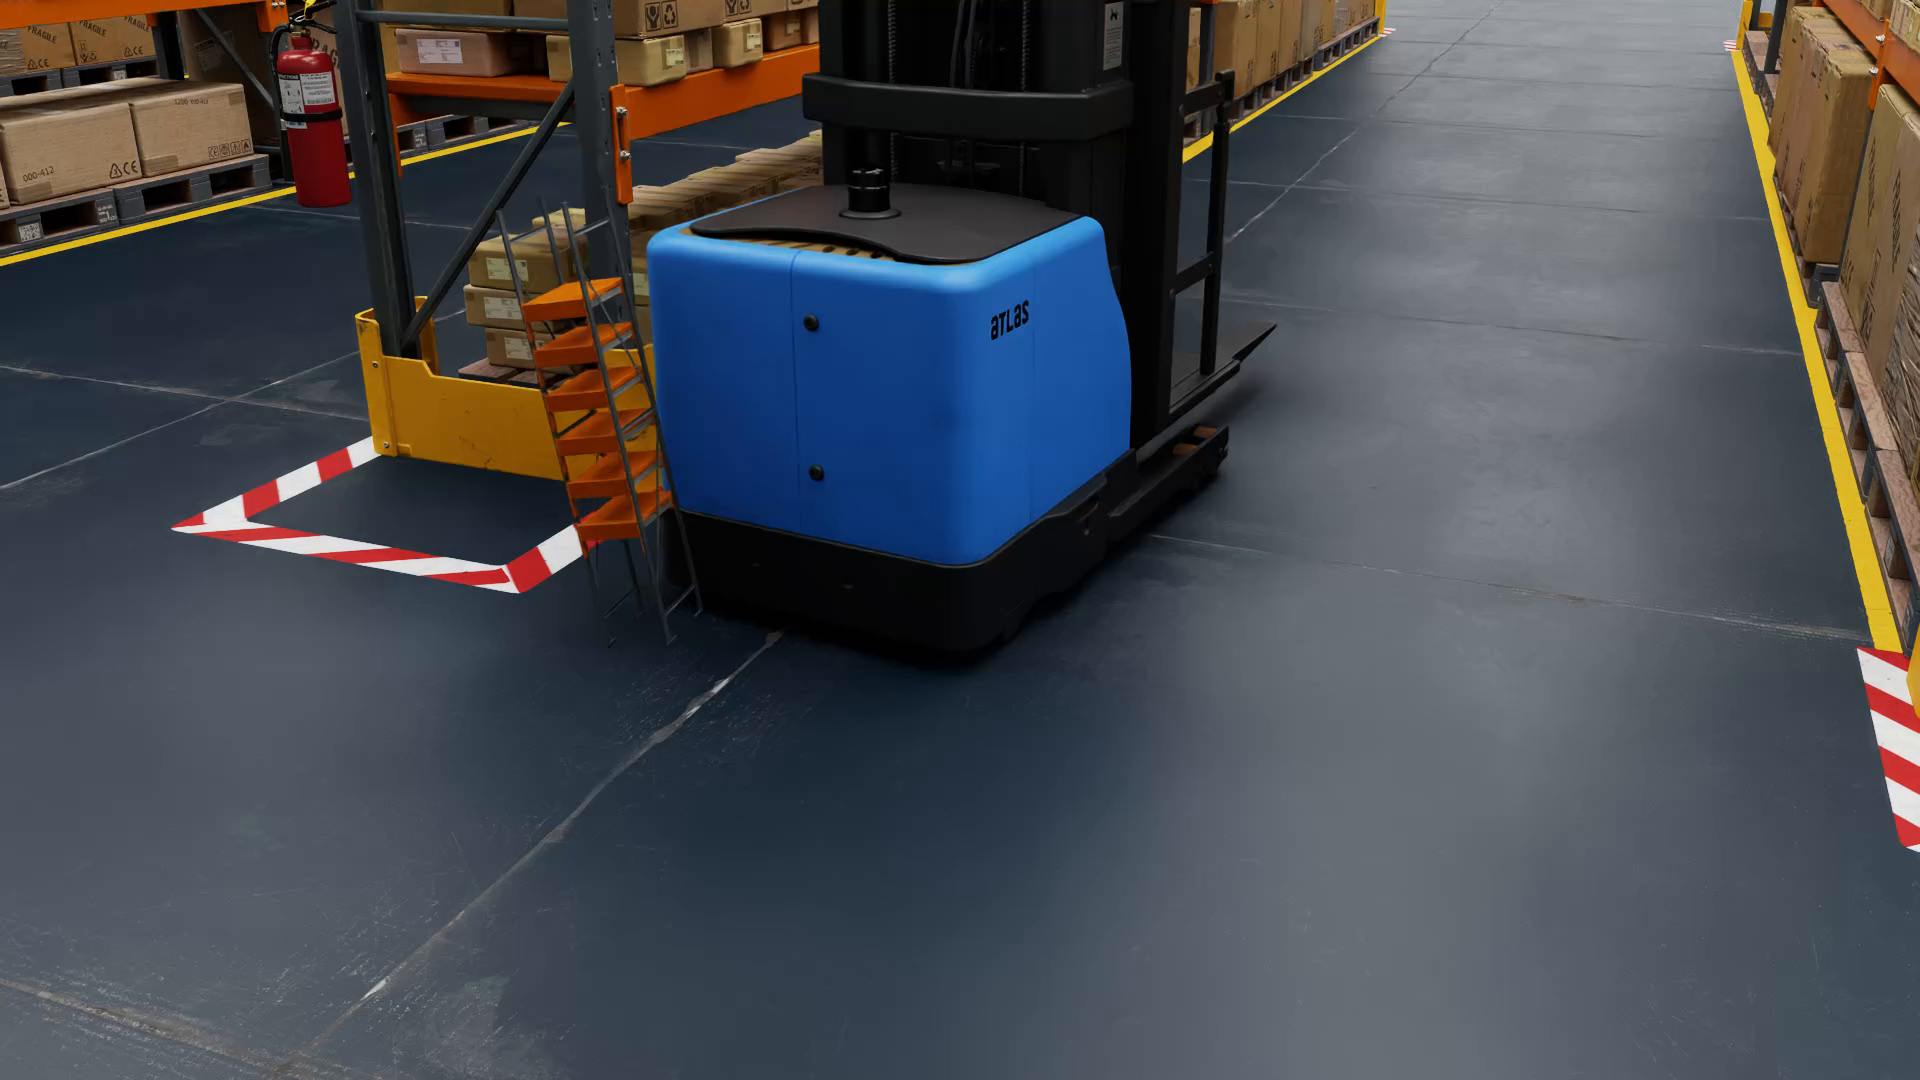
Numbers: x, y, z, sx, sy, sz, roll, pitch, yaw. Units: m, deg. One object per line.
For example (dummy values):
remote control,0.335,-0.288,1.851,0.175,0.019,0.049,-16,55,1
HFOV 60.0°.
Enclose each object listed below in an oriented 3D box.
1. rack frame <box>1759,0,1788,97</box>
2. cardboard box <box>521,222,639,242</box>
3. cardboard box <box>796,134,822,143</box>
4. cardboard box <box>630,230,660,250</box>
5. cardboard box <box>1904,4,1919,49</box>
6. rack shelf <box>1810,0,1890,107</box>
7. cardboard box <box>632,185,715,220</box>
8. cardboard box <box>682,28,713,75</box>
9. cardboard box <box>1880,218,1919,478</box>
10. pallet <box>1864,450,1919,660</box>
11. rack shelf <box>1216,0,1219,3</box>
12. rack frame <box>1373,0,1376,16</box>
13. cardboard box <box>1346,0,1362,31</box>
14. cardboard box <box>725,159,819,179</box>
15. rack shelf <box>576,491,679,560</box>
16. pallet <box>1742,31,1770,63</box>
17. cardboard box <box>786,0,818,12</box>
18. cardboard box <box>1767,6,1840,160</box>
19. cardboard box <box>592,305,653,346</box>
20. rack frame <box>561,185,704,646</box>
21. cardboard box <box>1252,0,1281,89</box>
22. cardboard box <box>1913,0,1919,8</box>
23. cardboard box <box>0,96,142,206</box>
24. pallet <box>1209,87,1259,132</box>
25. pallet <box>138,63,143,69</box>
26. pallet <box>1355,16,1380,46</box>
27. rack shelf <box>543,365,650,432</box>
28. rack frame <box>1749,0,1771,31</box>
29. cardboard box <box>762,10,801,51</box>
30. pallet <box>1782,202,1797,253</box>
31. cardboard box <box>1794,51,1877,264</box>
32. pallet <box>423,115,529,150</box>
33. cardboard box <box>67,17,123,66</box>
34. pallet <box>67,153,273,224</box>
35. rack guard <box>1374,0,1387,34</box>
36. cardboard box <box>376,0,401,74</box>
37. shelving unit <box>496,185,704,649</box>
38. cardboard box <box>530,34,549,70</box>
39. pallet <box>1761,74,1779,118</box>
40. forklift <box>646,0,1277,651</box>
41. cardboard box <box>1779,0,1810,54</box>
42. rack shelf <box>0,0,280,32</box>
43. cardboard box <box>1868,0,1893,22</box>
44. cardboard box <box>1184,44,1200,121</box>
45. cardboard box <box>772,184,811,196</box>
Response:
rack frame,7.460,-5.199,13.805,1.000,3.000,0.127,9,24,20
cardboard box,-1.457,-1.111,6.401,0.380,0.149,0.250,9,24,21
cardboard box,-0.605,-1.954,8.418,0.380,0.149,0.250,8,24,19
cardboard box,-1.064,-1.059,6.275,0.380,0.149,0.250,9,24,21
cardboard box,3.875,-1.974,6.409,0.380,0.149,0.250,10,25,22
rack shelf,5.231,-2.720,8.803,1.077,0.370,4.000,9,24,20
cardboard box,-1.276,-1.410,7.116,0.380,0.149,0.250,10,25,22
cardboard box,-1.084,-1.701,5.757,0.380,0.149,0.250,10,25,22
cardboard box,3.504,-0.684,5.208,0.875,0.875,0.875,9,24,20
pallet,3.227,0.085,4.774,1.003,0.211,1.213,9,24,20
rack shelf,2.149,-4.898,14.017,1.077,0.370,4.000,9,24,20
rack frame,4.378,-7.377,19.019,1.000,3.000,0.127,9,24,20
cardboard box,3.863,-6.023,17.989,0.875,0.875,0.875,8,24,19
cardboard box,-0.876,-1.669,7.735,0.380,0.149,0.250,8,24,18
rack shelf,-0.894,-0.046,4.510,0.180,0.103,0.258,-3,21,17
pallet,8.583,-5.031,17.020,1.003,0.211,1.213,9,24,20
cardboard box,-0.773,-2.324,6.407,0.500,0.500,0.500,9,24,21
cardboard box,5.698,-2.737,10.123,1.225,0.875,0.875,8,24,18
cardboard box,-1.132,-0.817,6.083,0.380,0.149,0.250,10,25,22
rack frame,-0.851,-0.314,4.386,0.006,1.200,0.240,-3,21,17
cardboard box,2.038,-4.188,13.759,1.050,0.750,0.750,9,24,21
cardboard box,3.881,-2.096,6.186,0.500,0.250,0.500,9,24,20
cardboard box,-5.378,-2.237,9.493,0.875,0.438,0.875,8,24,18
pallet,1.769,-3.499,13.352,1.003,0.211,1.213,9,24,20
pallet,-7.495,-4.898,16.702,1.003,0.211,1.213,9,24,20
pallet,4.154,-5.793,18.844,1.003,0.211,1.213,9,24,20
rack shelf,-0.950,-0.379,4.386,0.180,0.103,0.258,-3,21,17
rack frame,8.946,-6.630,17.232,1.000,3.000,0.127,9,24,20
cardboard box,-0.842,-1.996,6.462,0.380,0.149,0.250,9,24,20
pallet,5.156,-1.775,9.225,1.003,0.211,1.213,9,24,20
cardboard box,4.707,-1.782,7.835,1.225,0.875,0.875,9,24,20
pallet,-4.045,-3.193,12.621,1.003,0.211,1.213,9,24,20
cardboard box,-7.990,-4.576,15.013,0.500,0.500,0.500,8,24,19
pallet,-5.068,-2.207,10.261,1.003,0.211,1.213,9,24,20
rack guard,4.387,-6.232,19.521,1.175,0.500,0.348,9,24,20
cardboard box,-4.229,-3.526,12.012,0.875,0.875,0.875,10,24,22
shelving unit,-0.938,-0.309,4.412,0.189,1.200,0.258,-3,21,17
cardboard box,-1.579,-1.776,5.936,0.380,0.149,0.250,9,24,20
pallet,7.172,-3.634,13.675,1.003,0.211,1.213,9,24,20
forklift,0.284,-1.589,5.252,1.130,2.935,3.031,12,25,26
cardboard box,8.009,-4.816,15.587,0.500,0.500,0.500,7,24,15
rack shelf,-5.456,-2.707,8.773,1.077,0.370,4.000,9,24,20
cardboard box,4.408,-2.589,7.426,0.500,0.500,0.500,9,24,20
cardboard box,1.405,-3.281,11.912,0.500,0.500,0.500,9,24,20
cardboard box,-0.585,-1.417,7.132,0.380,0.149,0.250,9,24,21
